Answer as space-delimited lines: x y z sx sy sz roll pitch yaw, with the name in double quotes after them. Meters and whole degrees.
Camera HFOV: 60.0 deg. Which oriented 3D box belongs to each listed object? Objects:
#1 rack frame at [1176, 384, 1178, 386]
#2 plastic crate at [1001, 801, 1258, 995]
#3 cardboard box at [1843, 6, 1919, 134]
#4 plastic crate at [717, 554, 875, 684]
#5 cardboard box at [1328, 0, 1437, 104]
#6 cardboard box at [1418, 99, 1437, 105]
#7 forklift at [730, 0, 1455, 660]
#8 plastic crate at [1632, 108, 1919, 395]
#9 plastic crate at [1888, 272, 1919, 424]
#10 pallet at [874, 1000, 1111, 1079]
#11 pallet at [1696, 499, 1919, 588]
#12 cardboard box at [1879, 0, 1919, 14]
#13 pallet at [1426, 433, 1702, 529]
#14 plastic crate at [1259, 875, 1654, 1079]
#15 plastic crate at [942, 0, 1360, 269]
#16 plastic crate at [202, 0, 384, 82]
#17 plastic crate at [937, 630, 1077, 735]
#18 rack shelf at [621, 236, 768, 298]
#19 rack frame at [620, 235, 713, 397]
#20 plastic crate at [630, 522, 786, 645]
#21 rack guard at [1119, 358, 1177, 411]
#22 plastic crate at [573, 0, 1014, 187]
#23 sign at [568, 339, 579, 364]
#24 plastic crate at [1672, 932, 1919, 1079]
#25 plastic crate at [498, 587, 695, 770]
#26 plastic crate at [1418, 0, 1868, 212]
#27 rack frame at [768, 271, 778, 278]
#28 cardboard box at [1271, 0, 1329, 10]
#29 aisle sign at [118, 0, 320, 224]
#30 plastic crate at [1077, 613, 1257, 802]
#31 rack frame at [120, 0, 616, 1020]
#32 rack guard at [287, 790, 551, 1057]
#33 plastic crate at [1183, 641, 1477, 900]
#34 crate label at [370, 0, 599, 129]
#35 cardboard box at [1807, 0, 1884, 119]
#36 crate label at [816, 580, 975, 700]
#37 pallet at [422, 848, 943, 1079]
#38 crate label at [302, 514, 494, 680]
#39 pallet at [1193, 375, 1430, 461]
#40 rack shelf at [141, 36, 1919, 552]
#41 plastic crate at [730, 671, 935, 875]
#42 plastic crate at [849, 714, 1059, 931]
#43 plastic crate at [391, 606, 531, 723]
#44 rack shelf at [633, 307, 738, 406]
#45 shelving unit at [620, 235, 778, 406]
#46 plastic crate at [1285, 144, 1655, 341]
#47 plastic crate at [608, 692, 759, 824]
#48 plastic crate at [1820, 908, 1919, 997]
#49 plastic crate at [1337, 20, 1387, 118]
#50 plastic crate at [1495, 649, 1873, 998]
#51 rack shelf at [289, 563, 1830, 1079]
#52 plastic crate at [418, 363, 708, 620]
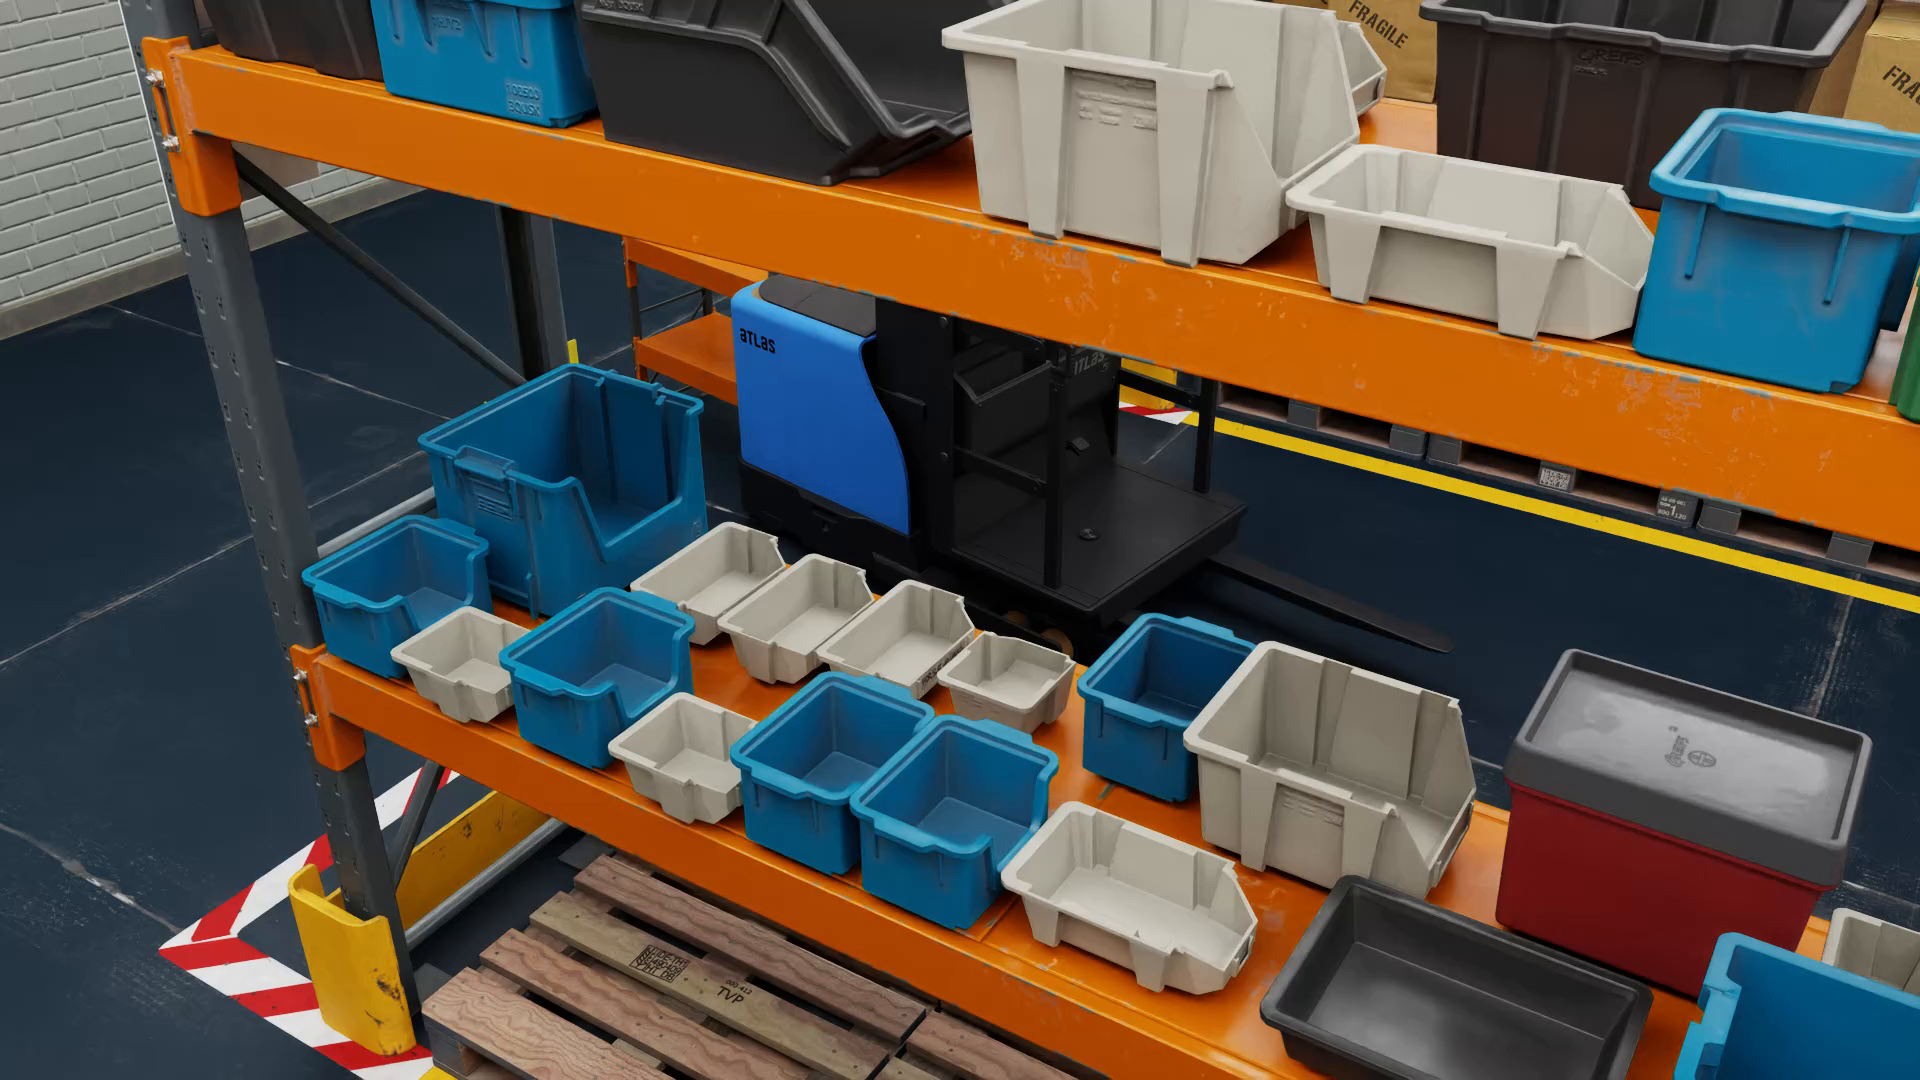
1.222 -2.221 8.080 0.127 3.000 1.000 18 35 27 "rack frame"
0.342 0.715 3.250 0.466 0.136 0.293 18 35 27 "plastic crate"
3.656 -1.682 6.265 0.500 0.500 0.500 18 35 28 "cardboard box"
-0.387 0.206 4.122 0.243 0.136 0.396 18 35 27 "plastic crate"
1.908 -2.230 7.206 0.500 0.500 0.500 17 34 26 "cardboard box"
1.928 -1.904 7.391 0.500 0.250 0.500 17 34 27 "cardboard box"
0.471 -1.058 6.154 3.031 2.935 1.130 24 38 35 "forklift"
1.036 -0.366 2.090 0.300 0.233 0.416 18 35 27 "plastic crate"
1.457 -0.224 1.890 0.662 0.188 0.450 18 35 27 "plastic crate"
0.295 1.663 4.191 1.213 0.211 1.003 18 35 27 "pallet"
4.007 -0.182 7.352 1.213 0.211 1.003 18 35 27 "pallet"
3.927 -1.909 6.655 0.500 0.500 0.500 18 35 27 "cardboard box"
2.970 -0.508 7.911 1.213 0.211 1.003 18 35 27 "pallet"
0.886 0.873 2.991 0.590 0.125 0.437 18 35 27 "plastic crate"
0.302 -0.626 2.487 0.530 0.282 0.437 18 35 27 "plastic crate"
-1.234 -1.124 3.352 0.590 0.269 0.497 18 35 27 "plastic crate"
0.123 0.342 3.889 0.250 0.136 0.298 18 35 27 "plastic crate"
-1.033 -1.252 7.698 1.000 0.278 0.538 24 38 35 "rack shelf"
-1.415 -1.168 8.136 0.032 1.125 0.500 24 38 35 "rack frame"
-0.625 0.123 4.265 0.243 0.136 0.396 18 35 27 "plastic crate"
1.201 -1.147 8.720 0.348 0.500 1.175 18 35 27 "rack guard"
-0.264 -0.849 2.813 0.767 0.338 0.504 18 35 27 "plastic crate"
-1.133 -0.416 4.825 0.005 0.325 0.100 18 35 27 "sign"
1.400 0.966 2.573 0.575 0.384 0.392 18 35 27 "plastic crate"
-0.820 0.323 3.827 0.300 0.233 0.416 18 35 27 "plastic crate"
1.070 -0.724 2.667 0.590 0.269 0.497 18 35 27 "plastic crate"
-0.652 -0.829 7.555 0.032 1.125 0.500 24 38 35 "rack frame"
1.774 -2.590 7.822 0.500 0.500 0.500 18 35 28 "cardboard box"
-1.630 -1.122 3.617 0.004 0.787 0.394 18 35 27 "aisle sign"
0.464 0.380 3.728 0.300 0.233 0.416 18 35 27 "plastic crate"
-1.412 -0.107 4.456 0.127 3.000 1.000 18 35 27 "rack frame"
-1.439 0.972 5.088 0.348 0.500 1.175 18 35 27 "rack guard"
0.781 0.502 3.470 0.530 0.282 0.437 18 35 27 "plastic crate"
-0.802 -0.953 3.078 0.502 0.251 0.408 18 35 27 "crate label"
3.484 -2.047 6.891 0.500 0.500 0.500 16 34 26 "cardboard box"
-0.138 0.271 4.012 0.243 0.136 0.396 18 35 27 "crate label"
-0.734 1.335 4.752 1.213 0.211 1.003 18 35 27 "pallet"
-1.377 0.146 4.129 0.303 0.233 0.416 18 35 27 "crate label"
1.940 -0.835 8.472 1.213 0.211 1.003 18 35 27 "pallet"
0.282 -0.556 2.963 4.000 0.370 1.077 18 35 27 "rack shelf"
-0.262 0.499 3.524 0.300 0.233 0.416 18 35 27 "plastic crate"
-0.008 0.580 3.386 0.300 0.233 0.416 18 35 27 "plastic crate"
-1.150 0.309 3.945 0.298 0.136 0.250 18 35 27 "plastic crate"
-1.033 -0.788 7.969 1.000 0.278 0.538 24 38 35 "rack shelf"
-1.033 -0.999 7.846 1.048 1.125 0.538 24 38 35 "shelving unit"
0.697 -0.395 2.235 0.466 0.136 0.293 18 35 27 "plastic crate"
-0.575 0.491 3.634 0.298 0.136 0.250 18 35 27 "plastic crate"
1.658 0.867 2.989 0.243 0.136 0.396 18 35 27 "plastic crate"
0.471 -0.841 2.999 0.530 0.136 0.437 18 35 27 "plastic crate"
1.353 0.565 3.182 0.583 0.464 0.402 18 35 27 "plastic crate"
0.282 0.740 3.719 4.000 0.370 1.077 18 35 27 "rack shelf"
-1.029 -0.138 4.415 0.499 0.435 0.616 18 35 27 "plastic crate"
